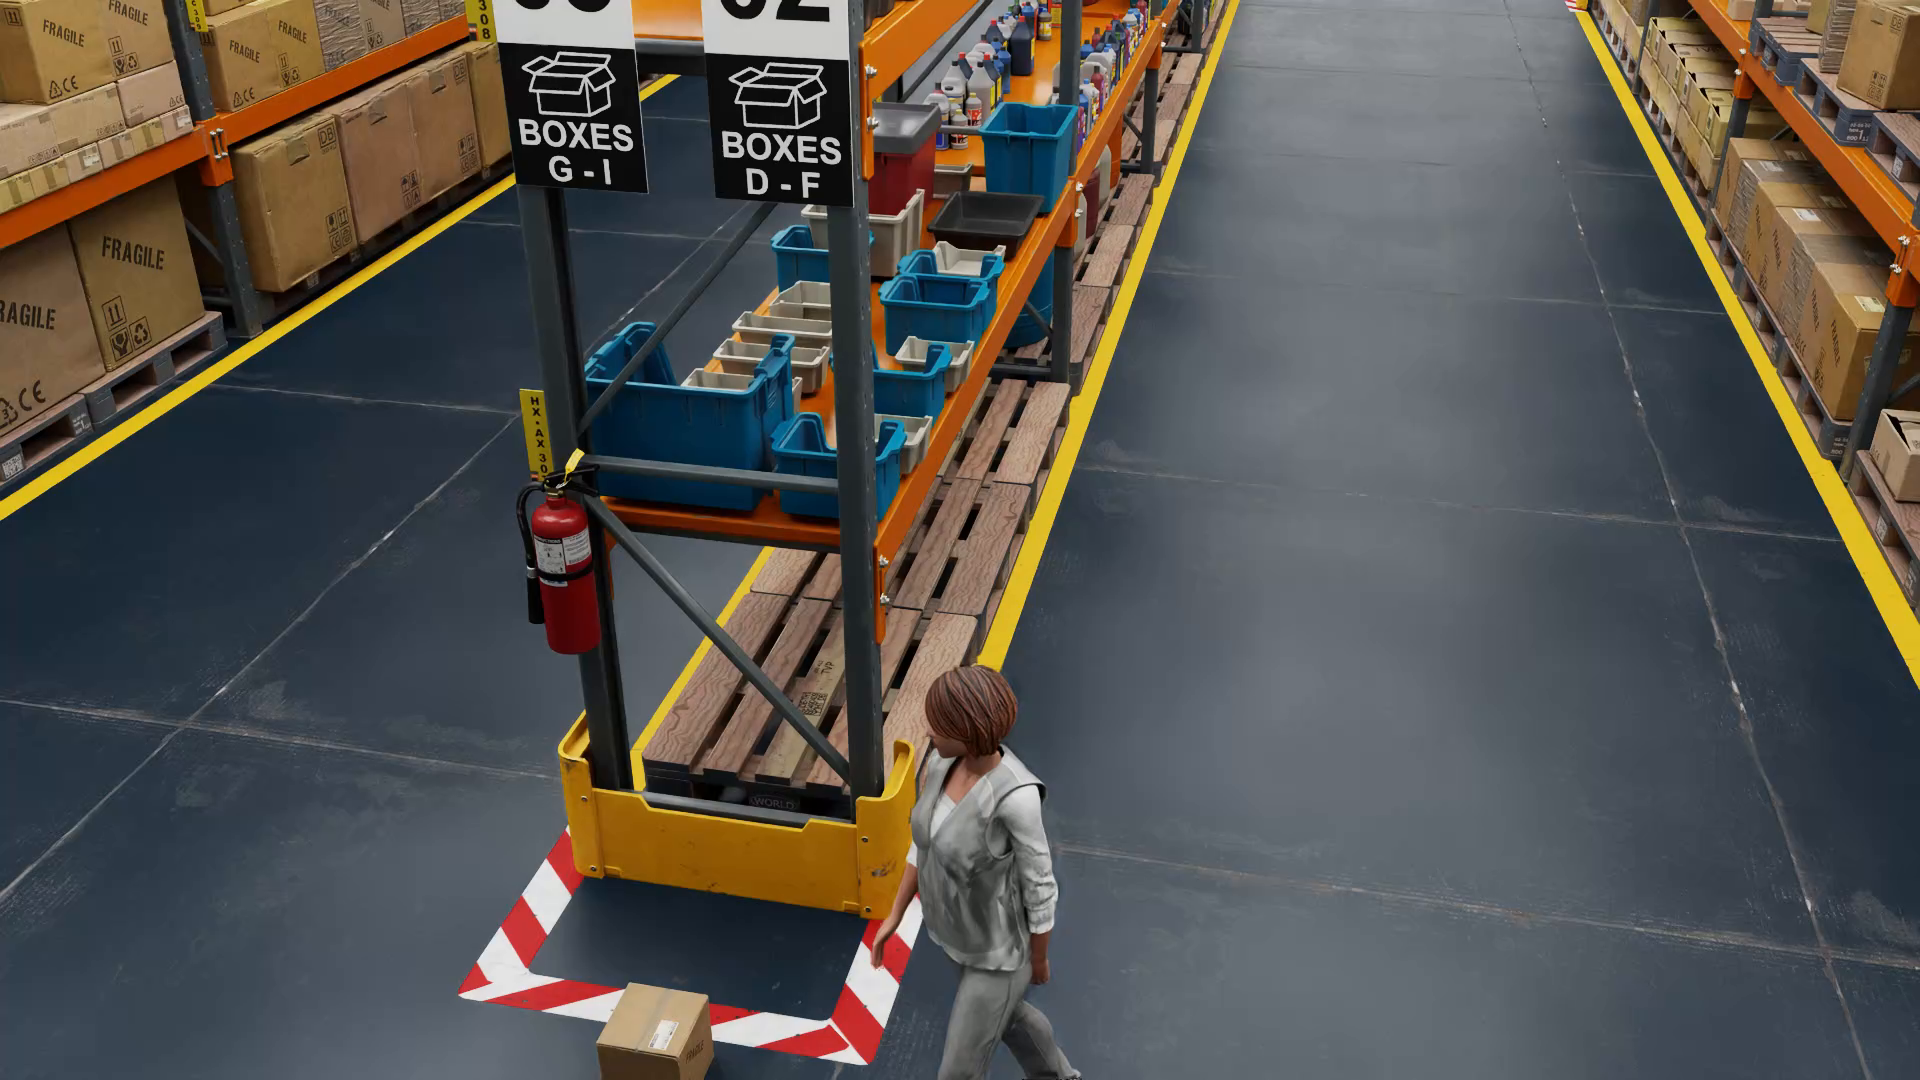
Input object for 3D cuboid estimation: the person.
[{"bbox_3d":[-0.002,1.057,4.278,0.793,1.548,0.481,-16,33,-26],"label":"person"}]
